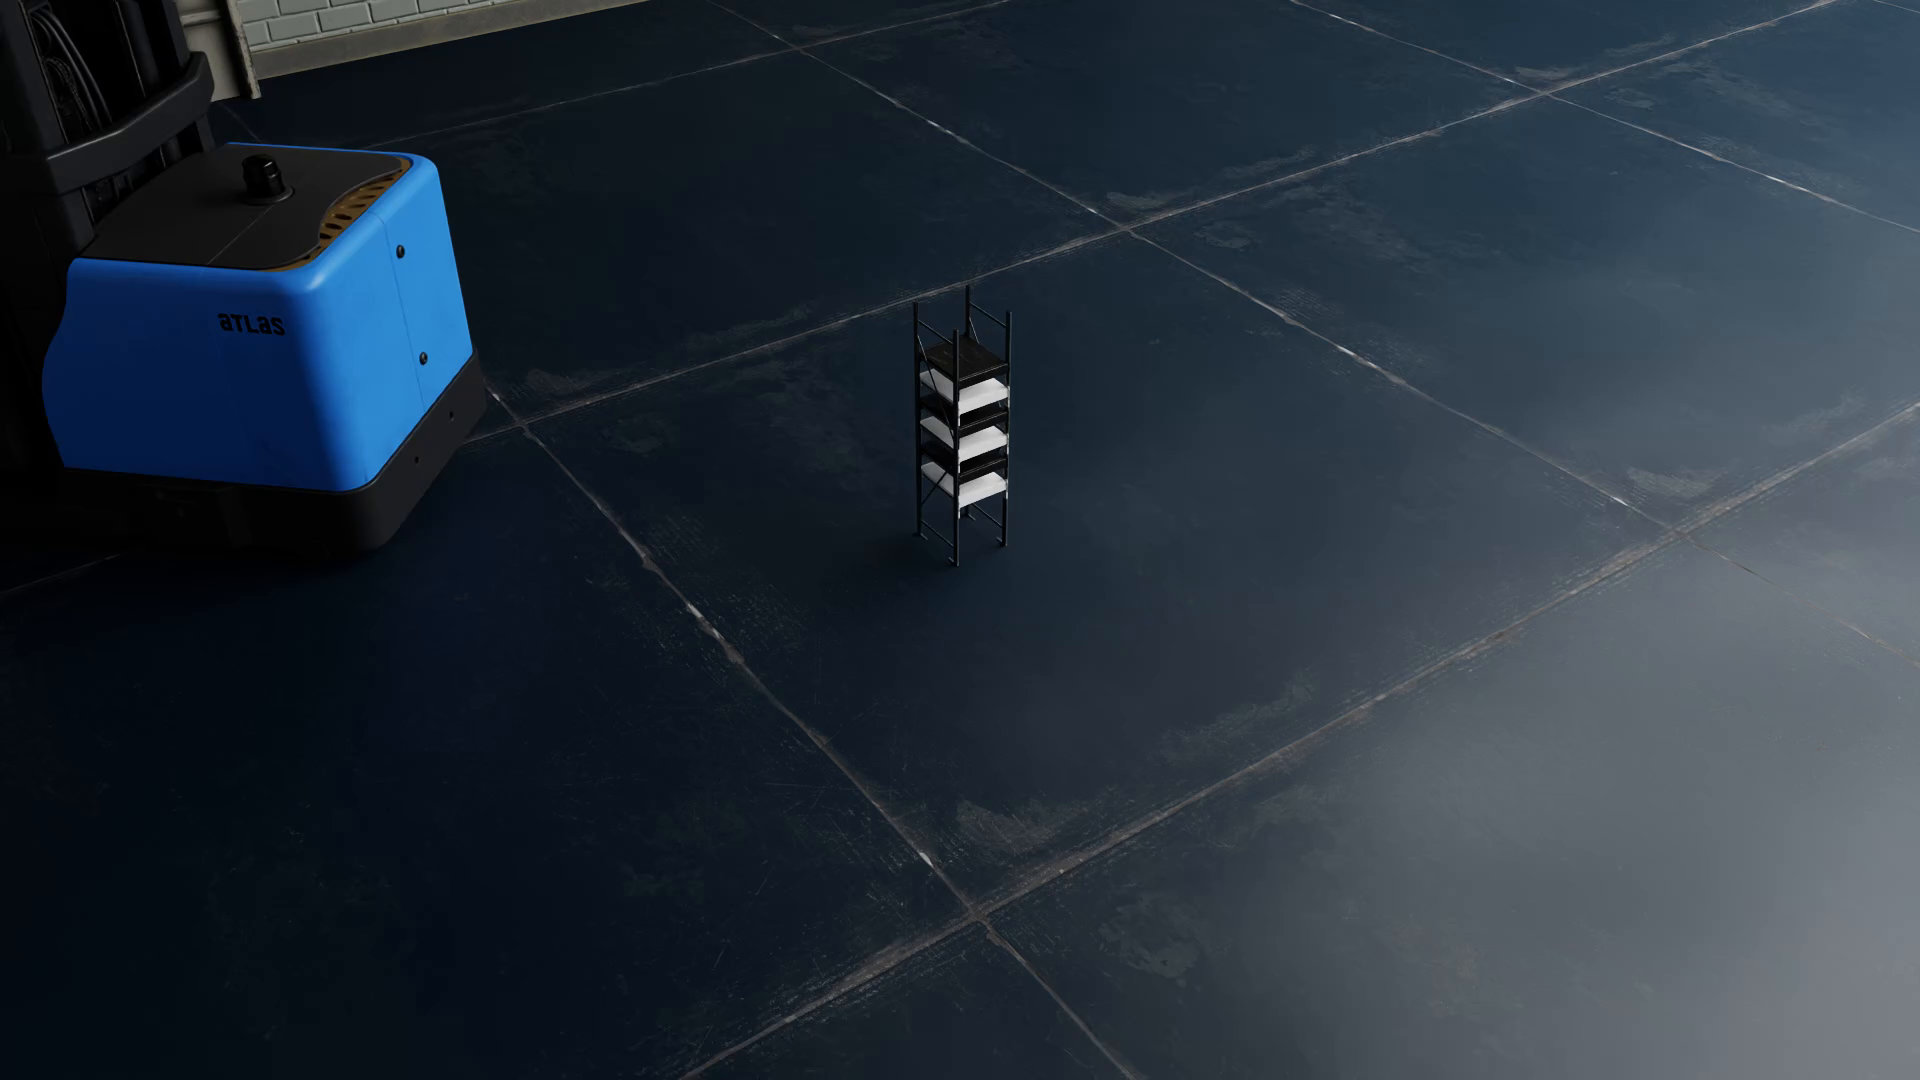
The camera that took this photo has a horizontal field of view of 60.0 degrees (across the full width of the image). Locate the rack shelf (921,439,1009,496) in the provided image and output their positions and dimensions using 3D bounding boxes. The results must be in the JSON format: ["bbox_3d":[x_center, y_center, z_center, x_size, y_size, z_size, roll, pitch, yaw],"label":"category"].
[{"bbox_3d":[0.007,-0.268,5.563,0.200,0.077,0.258,-22,41,-28],"label":"rack shelf"}]

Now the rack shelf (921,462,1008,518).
[{"bbox_3d":[0.007,-0.195,5.616,0.200,0.077,0.258,-22,41,-28],"label":"rack shelf"}]

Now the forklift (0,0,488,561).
[{"bbox_3d":[-3.360,-1.515,5.346,3.031,2.935,1.130,5,36,7],"label":"forklift"}]

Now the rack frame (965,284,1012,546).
[{"bbox_3d":[0.090,-0.402,5.539,0.006,0.900,0.240,-22,41,-28],"label":"rack frame"}]

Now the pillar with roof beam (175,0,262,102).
[{"bbox_3d":[-1.606,-4.039,3.658,0.400,9.000,9.100,-22,41,-28],"label":"pillar with roof beam"}]

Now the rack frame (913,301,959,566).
[{"bbox_3d":[-0.076,-0.334,5.444,0.006,0.900,0.240,-22,41,-28],"label":"rack frame"}]

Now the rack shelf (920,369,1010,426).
[{"bbox_3d":[0.007,-0.487,5.405,0.200,0.077,0.258,-22,41,-28],"label":"rack shelf"}]

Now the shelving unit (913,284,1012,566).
[{"bbox_3d":[0.007,-0.368,5.491,0.210,0.900,0.258,-22,41,-28],"label":"shelving unit"}]

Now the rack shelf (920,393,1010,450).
[{"bbox_3d":[0.007,-0.414,5.458,0.200,0.077,0.258,-22,41,-28],"label":"rack shelf"}]

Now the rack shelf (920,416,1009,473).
[{"bbox_3d":[0.007,-0.341,5.511,0.200,0.077,0.258,-22,41,-28],"label":"rack shelf"}]

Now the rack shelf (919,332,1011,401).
[{"bbox_3d":[0.007,-0.560,5.353,0.200,0.077,0.258,-22,41,-28],"label":"rack shelf"}]
